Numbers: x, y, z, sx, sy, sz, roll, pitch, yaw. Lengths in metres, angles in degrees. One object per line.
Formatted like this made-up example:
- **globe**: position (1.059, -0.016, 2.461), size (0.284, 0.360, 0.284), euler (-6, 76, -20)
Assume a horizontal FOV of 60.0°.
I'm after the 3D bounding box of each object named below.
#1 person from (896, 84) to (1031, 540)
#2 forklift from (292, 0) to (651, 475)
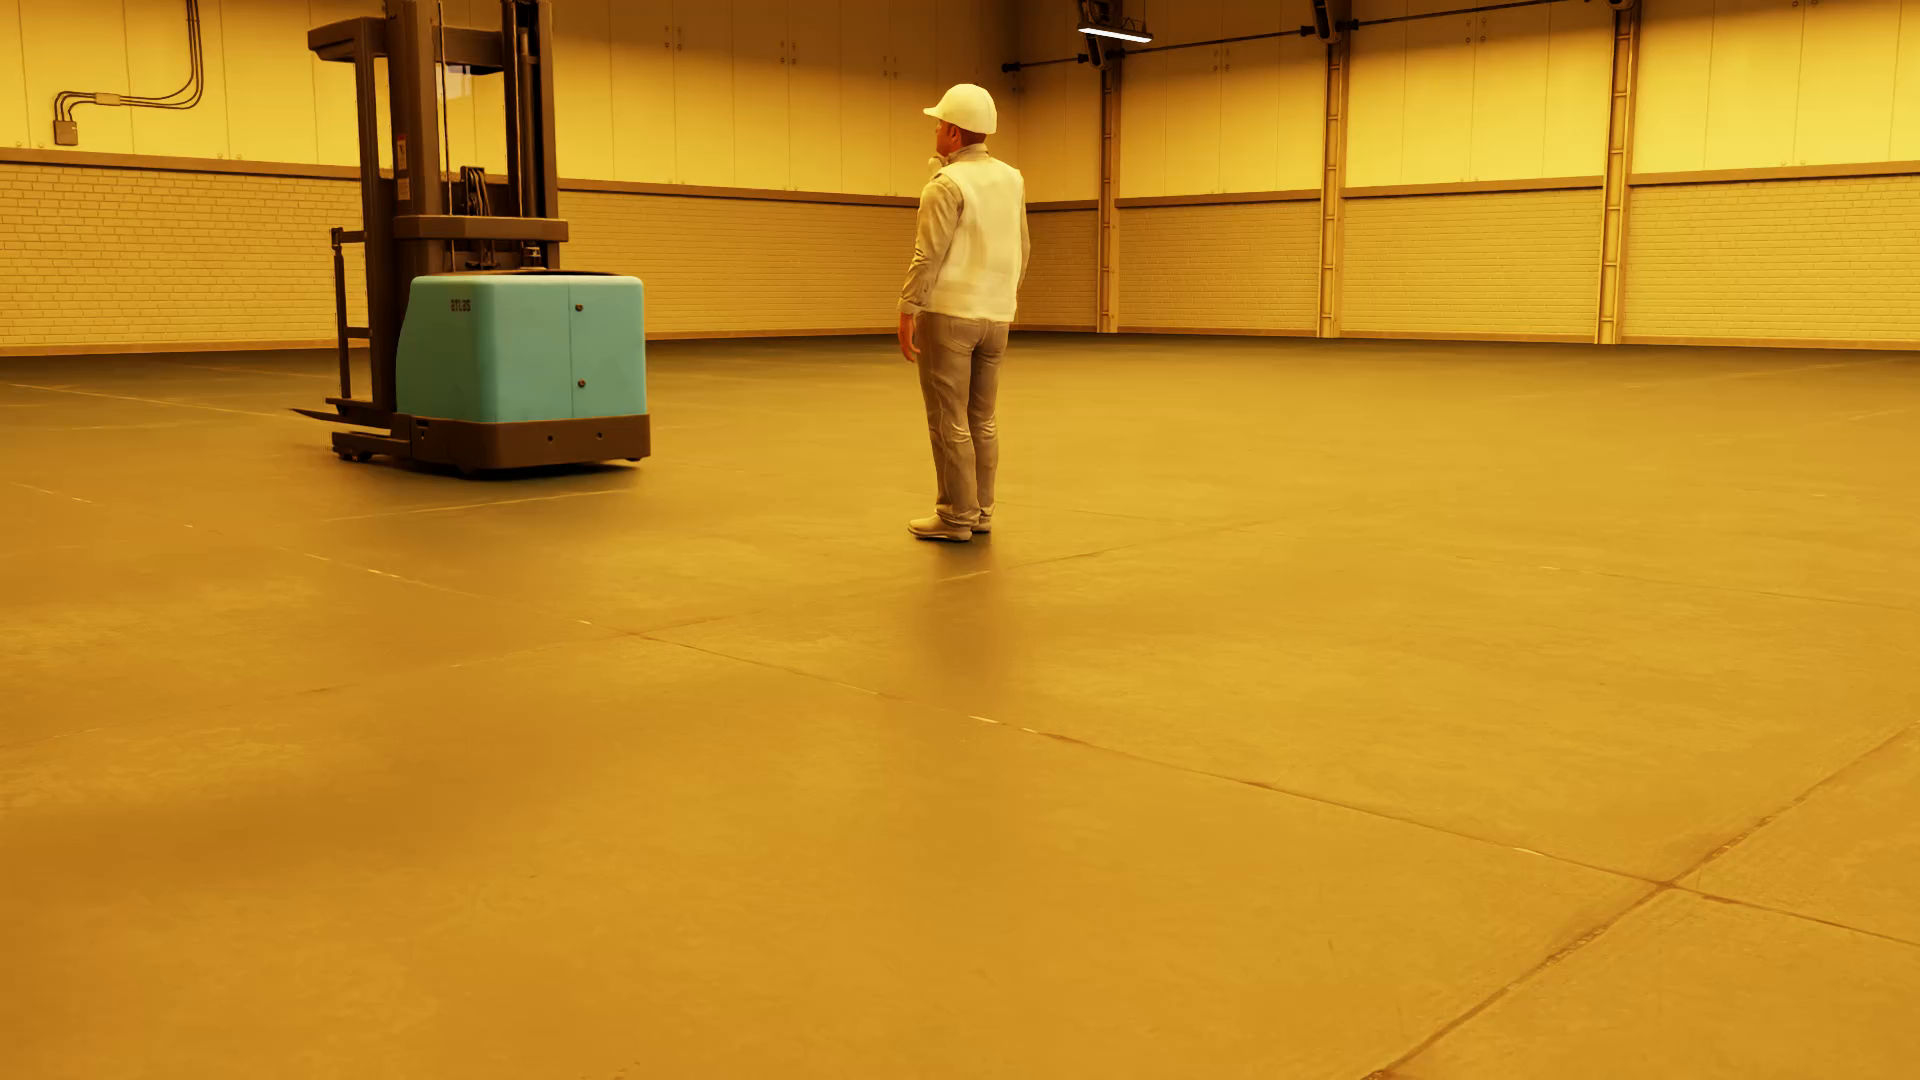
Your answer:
- **person**: position (-0.039, -0.892, 6.633), size (0.568, 1.773, 0.632), euler (8, 12, 43)
- **forklift**: position (-3.115, -1.960, 9.889), size (1.130, 2.935, 3.031), euler (-8, 12, -43)
